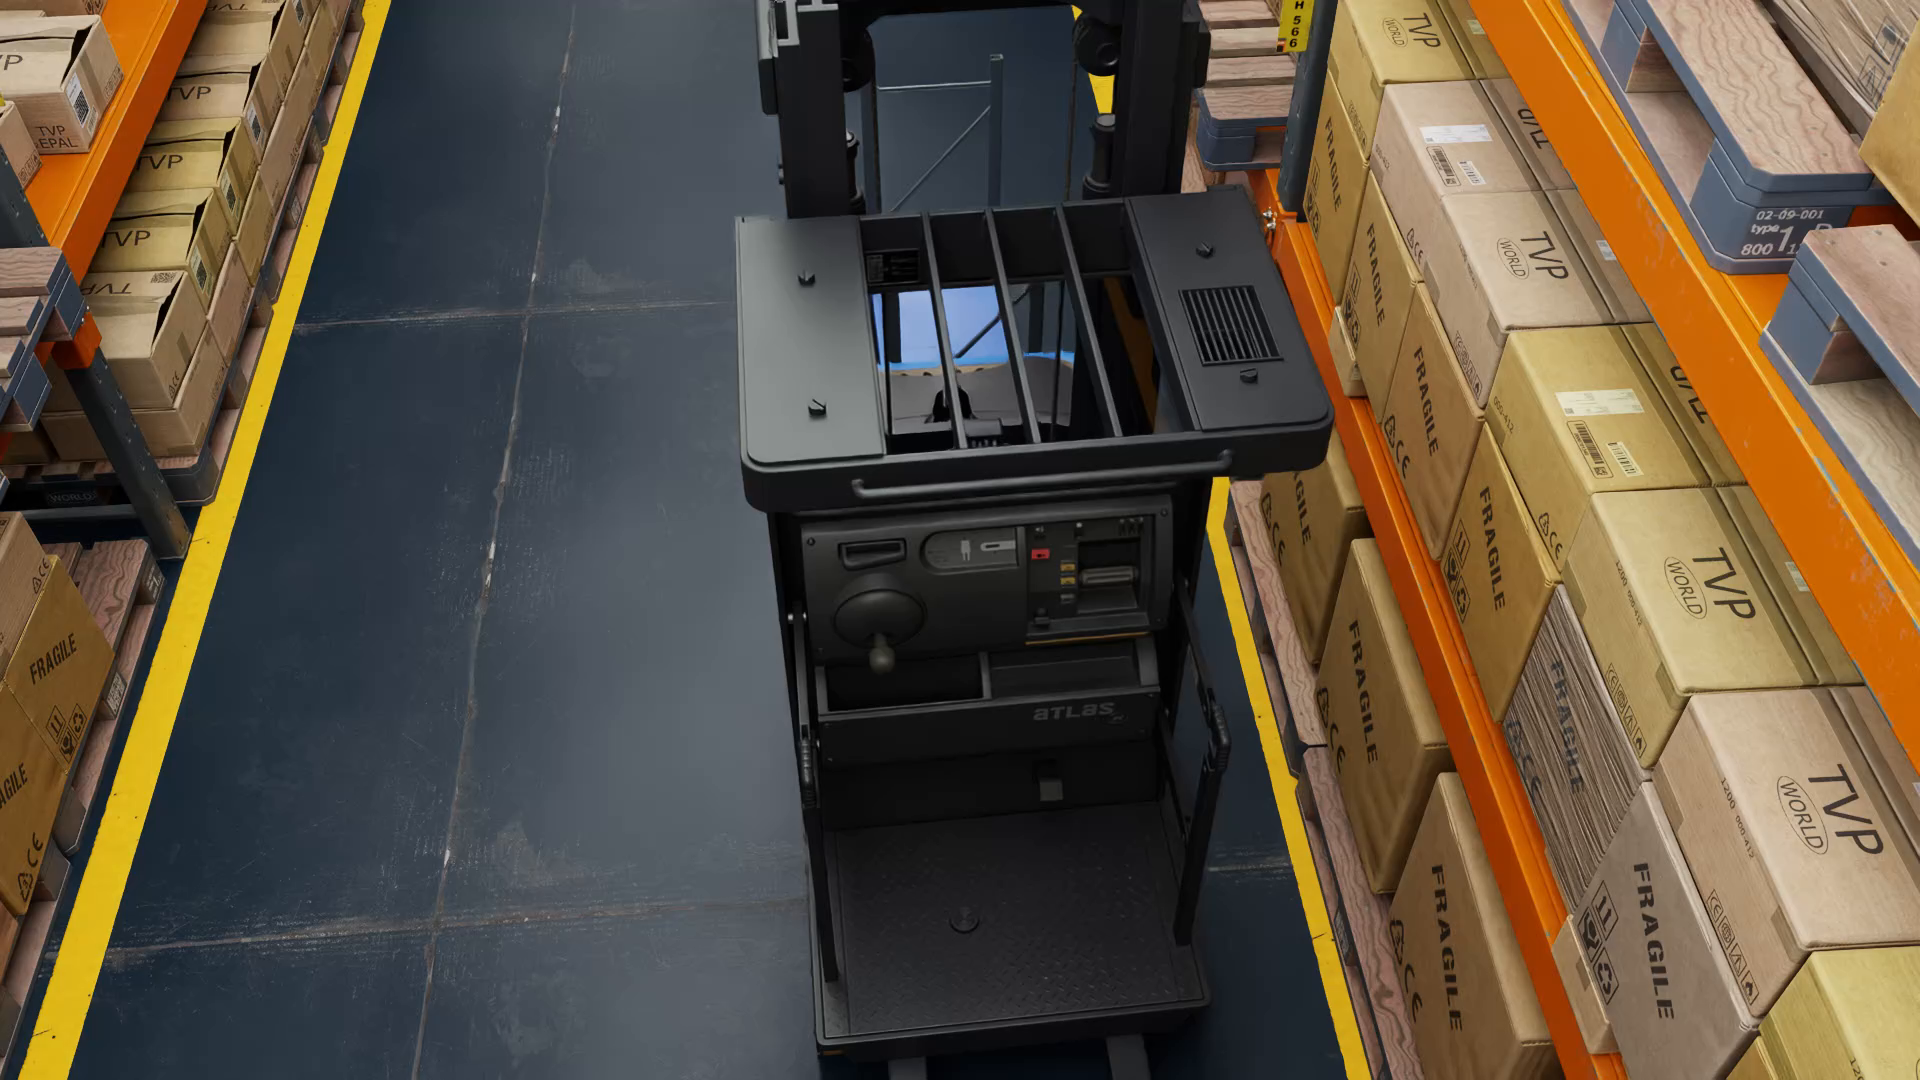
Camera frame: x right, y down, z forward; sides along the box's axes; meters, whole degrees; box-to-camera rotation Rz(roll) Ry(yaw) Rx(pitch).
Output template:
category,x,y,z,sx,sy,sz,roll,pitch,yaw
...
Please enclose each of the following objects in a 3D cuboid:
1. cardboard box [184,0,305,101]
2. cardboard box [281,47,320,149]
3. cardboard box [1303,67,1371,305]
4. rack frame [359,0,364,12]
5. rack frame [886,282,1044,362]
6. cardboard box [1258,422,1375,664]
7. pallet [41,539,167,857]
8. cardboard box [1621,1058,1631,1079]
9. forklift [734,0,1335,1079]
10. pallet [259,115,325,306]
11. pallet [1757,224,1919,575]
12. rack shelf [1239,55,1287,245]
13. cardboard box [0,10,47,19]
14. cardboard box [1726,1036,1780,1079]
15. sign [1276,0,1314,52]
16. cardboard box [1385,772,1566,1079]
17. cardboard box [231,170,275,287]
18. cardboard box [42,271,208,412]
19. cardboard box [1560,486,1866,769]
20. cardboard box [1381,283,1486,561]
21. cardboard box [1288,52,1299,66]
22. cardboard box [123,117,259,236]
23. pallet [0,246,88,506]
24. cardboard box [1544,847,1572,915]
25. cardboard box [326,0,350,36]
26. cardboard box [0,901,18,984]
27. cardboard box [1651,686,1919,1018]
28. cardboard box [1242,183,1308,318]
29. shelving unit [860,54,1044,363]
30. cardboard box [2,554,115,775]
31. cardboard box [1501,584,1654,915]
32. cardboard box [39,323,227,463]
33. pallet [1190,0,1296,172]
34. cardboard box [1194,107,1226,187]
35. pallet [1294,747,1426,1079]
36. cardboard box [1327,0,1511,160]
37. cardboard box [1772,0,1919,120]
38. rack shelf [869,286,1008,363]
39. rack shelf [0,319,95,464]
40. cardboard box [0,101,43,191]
category,x,y,z,sx,sy,sz,roll,pitch,yaw
cardboard box,-3.308,-2.242,7.526,0.500,0.311,0.500,-4,47,-3
cardboard box,-3.310,-2.044,7.724,0.500,0.250,0.500,-3,47,-2
cardboard box,1.339,-1.050,4.891,0.500,0.500,0.500,-2,47,-2
rack frame,-3.717,-3.863,7.843,1.000,3.000,0.127,-3,47,-3
rack frame,0.014,-0.409,5.605,0.500,1.500,0.032,-5,47,-4
cardboard box,1.485,-0.138,5.506,0.750,0.750,0.750,-4,47,-4
pallet,-3.357,0.532,5.601,1.003,0.211,1.213,-3,47,-3
cardboard box,1.557,1.102,3.300,0.380,0.149,0.250,-2,47,-2
forklift,0.101,0.211,4.032,1.130,2.935,3.031,-5,47,-4
pallet,-3.511,-1.489,7.515,1.003,0.211,1.213,-3,47,-3
pallet,1.763,-0.005,2.255,0.805,0.209,1.217,-5,47,-5
rack shelf,1.386,-2.473,7.021,1.077,0.370,4.000,-3,47,-3
cardboard box,-3.545,-1.802,6.064,0.380,0.149,0.250,0,47,0
cardboard box,1.599,1.159,2.799,0.500,0.500,0.500,-4,47,-4
sign,1.014,-1.604,4.960,0.100,0.325,0.005,-3,47,-3
cardboard box,1.627,1.111,4.324,0.750,0.750,0.750,-2,47,-2
cardboard box,-3.226,-1.304,7.024,0.500,0.250,0.500,-5,47,-4
cardboard box,-3.133,-0.758,6.120,0.500,0.311,0.500,-2,47,-2
cardboard box,1.519,0.158,3.231,0.500,0.250,0.500,-3,47,-3
cardboard box,1.415,-0.311,4.191,0.500,0.500,0.500,-4,47,-3
cardboard box,1.505,-1.798,5.515,0.700,0.500,0.500,-8,47,-8
cardboard box,-3.226,-1.506,6.829,0.500,0.311,0.500,-5,47,-4
pallet,-3.255,-0.417,4.711,1.213,0.211,1.003,-3,47,-3
cardboard box,1.522,0.733,3.649,0.380,0.149,0.250,-3,47,-3
cardboard box,-3.393,-2.780,8.421,0.500,0.250,0.500,-4,47,-4
cardboard box,-2.977,1.155,4.509,0.500,0.500,0.500,-5,47,-5
cardboard box,1.561,0.527,2.881,0.500,0.250,0.500,-3,47,-2
cardboard box,1.442,-1.083,6.628,0.700,0.500,0.500,-3,47,-3
shelving unit,-0.043,-0.776,5.952,0.538,1.500,1.048,-5,47,-4
cardboard box,-3.070,0.401,5.222,0.500,0.500,0.500,-2,47,-2
cardboard box,1.513,0.426,3.493,0.500,0.500,0.500,-3,47,-3
cardboard box,-3.133,-0.565,6.324,0.500,0.250,0.500,-4,47,-3
pallet,1.388,-1.716,5.942,1.213,0.211,1.003,-3,47,-3
cardboard box,1.445,-1.820,7.326,0.700,0.500,0.500,-4,47,-4
pallet,1.644,1.141,5.024,1.003,0.211,1.213,-3,47,-3
cardboard box,1.337,-1.309,4.620,0.500,0.250,0.500,-2,47,-2
cardboard box,1.835,-1.005,2.698,0.700,0.500,0.500,-4,47,-3
rack shelf,-0.043,-0.652,6.082,0.538,0.185,1.000,-5,47,-4
rack shelf,-3.215,0.725,3.993,1.077,0.370,4.000,-3,47,-3
cardboard box,-3.369,-1.204,5.386,0.500,0.311,0.500,-1,47,-1
